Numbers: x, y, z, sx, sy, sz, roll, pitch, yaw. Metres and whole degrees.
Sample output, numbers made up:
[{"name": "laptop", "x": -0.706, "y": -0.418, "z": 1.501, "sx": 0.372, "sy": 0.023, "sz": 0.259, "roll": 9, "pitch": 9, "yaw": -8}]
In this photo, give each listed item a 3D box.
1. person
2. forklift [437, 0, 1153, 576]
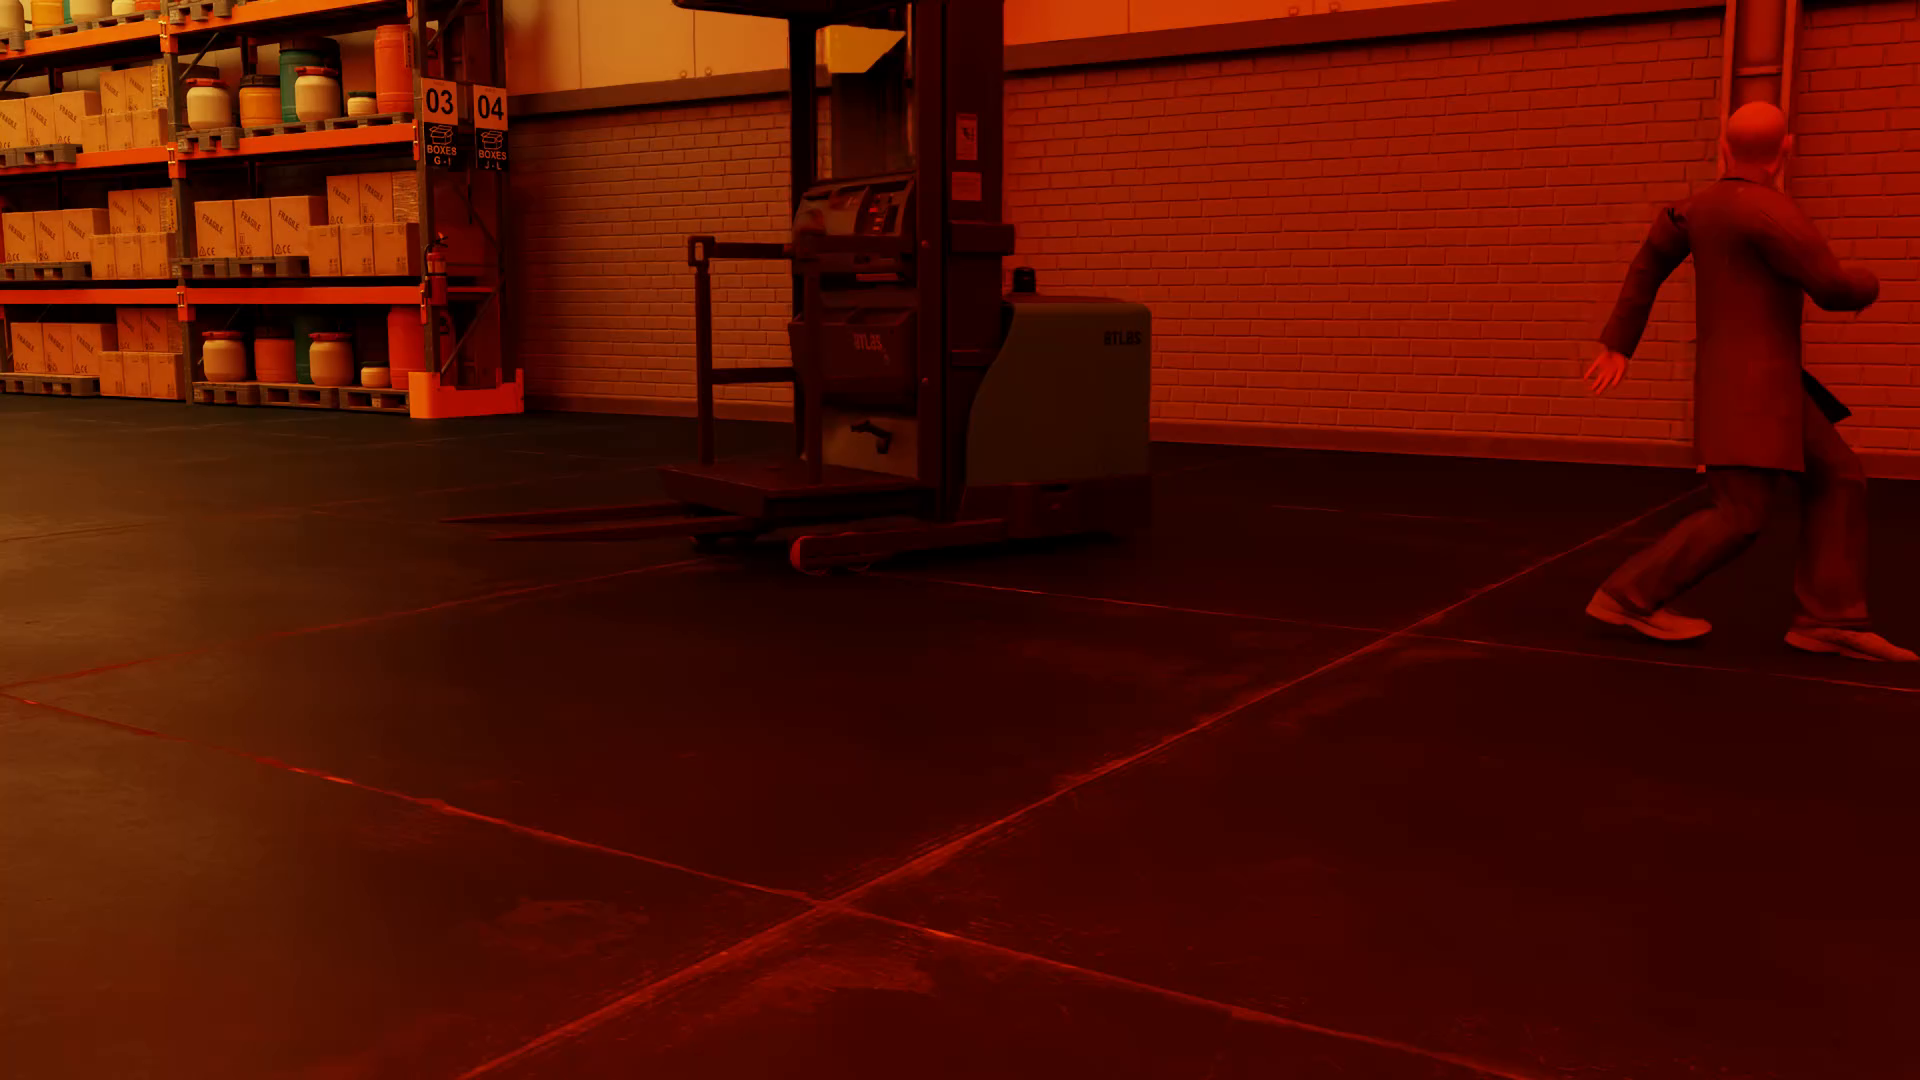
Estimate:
[{"name": "person", "x": 2.461, "y": -0.484, "z": 5.152, "sx": 1.007, "sy": 1.706, "sz": 0.607, "roll": 3, "pitch": 9, "yaw": 22}, {"name": "forklift", "x": -0.632, "y": -1.392, "z": 6.979, "sx": 3.031, "sy": 2.935, "sz": 1.130, "roll": -5, "pitch": 10, "yaw": -33}]
